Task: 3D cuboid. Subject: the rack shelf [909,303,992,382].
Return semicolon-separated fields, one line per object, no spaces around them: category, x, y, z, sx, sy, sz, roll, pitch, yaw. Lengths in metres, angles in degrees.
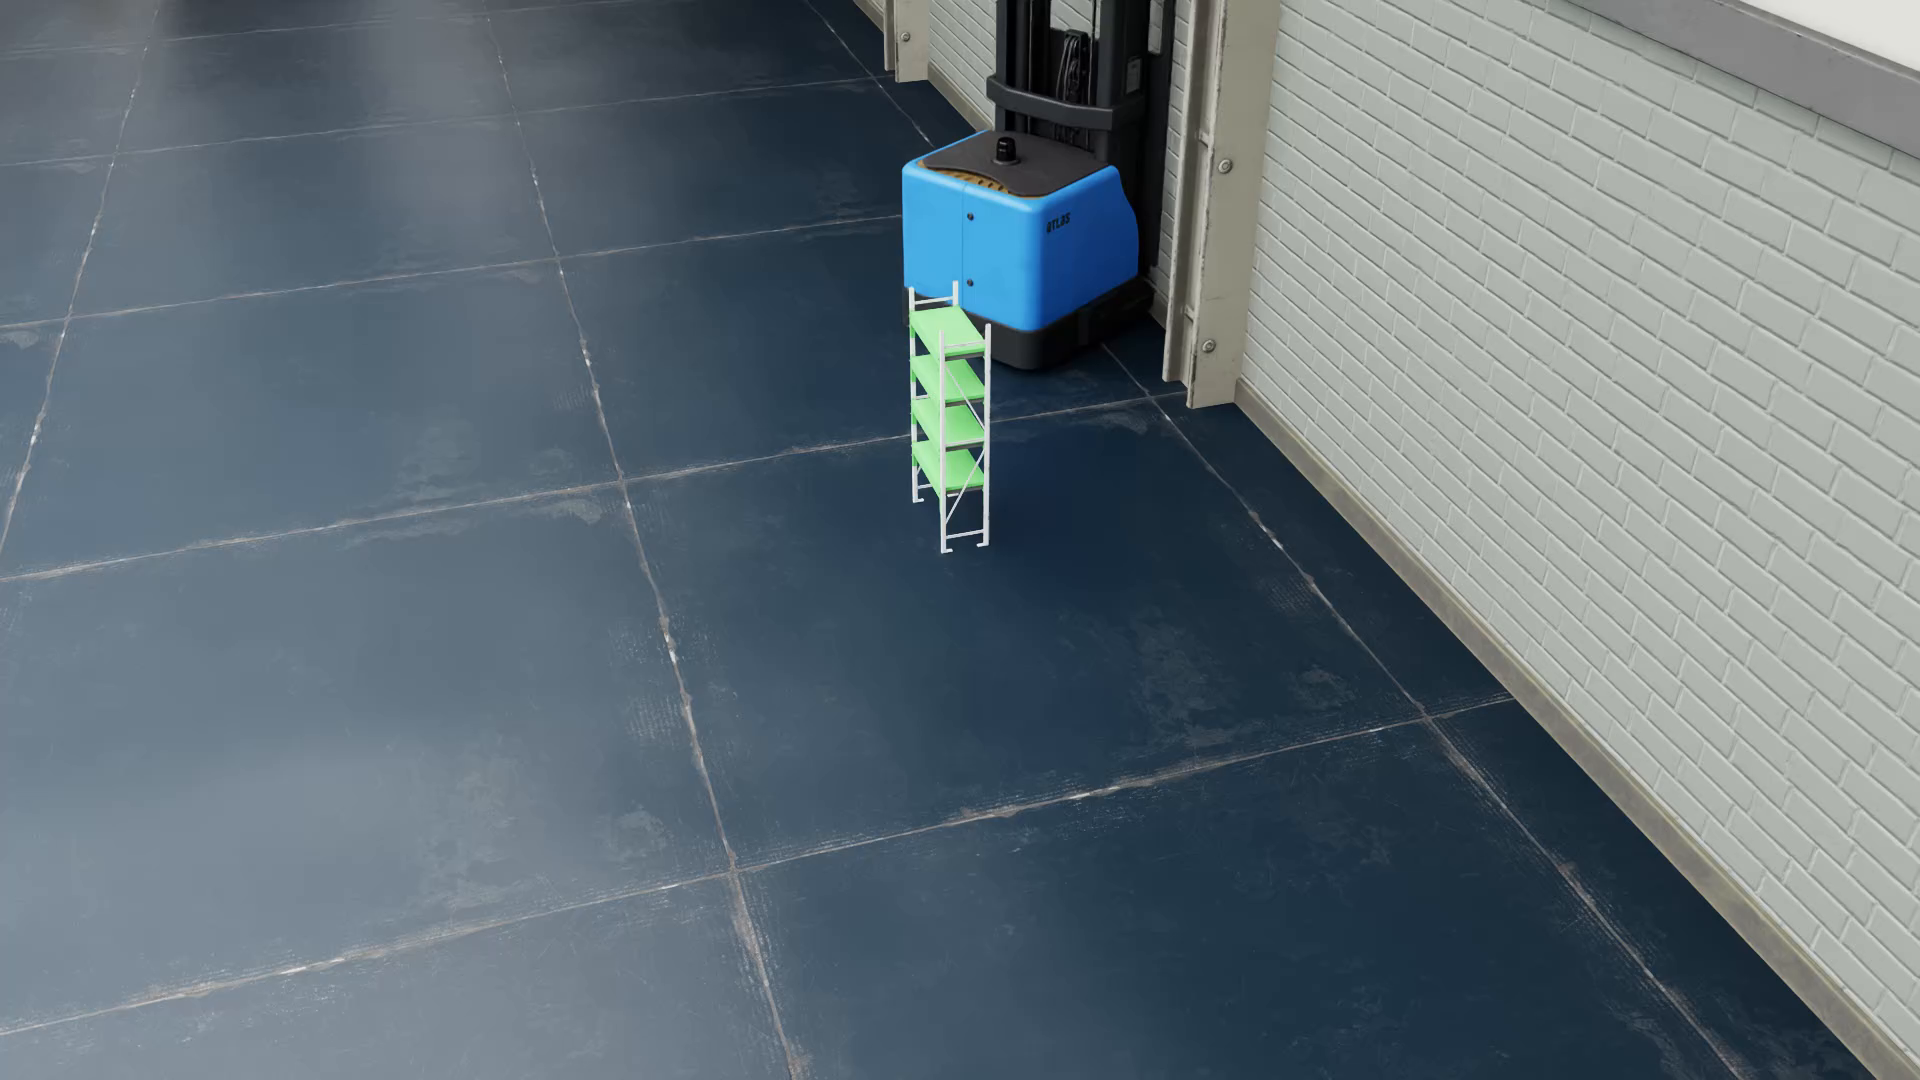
rack shelf;-0.051;-0.935;7.821;0.258;0.148;0.480;-10;35;-15

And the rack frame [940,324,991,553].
rack frame;0.024;-0.459;7.857;0.240;1.200;0.015;-10;35;-15

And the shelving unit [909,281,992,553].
shelving unit;-0.051;-0.587;8.051;0.258;1.200;0.503;-10;35;-15

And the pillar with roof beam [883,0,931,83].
pillar with roof beam;-4.548;-7.049;10.754;9.100;9.000;0.400;-10;35;-15

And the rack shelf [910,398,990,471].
rack shelf;-0.051;-0.534;8.086;0.258;0.148;0.480;-10;35;-15

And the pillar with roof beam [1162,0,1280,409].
pillar with roof beam;-2.718;-3.898;5.987;9.100;9.000;0.400;-10;35;-15

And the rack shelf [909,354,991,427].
rack shelf;-0.051;-0.734;7.954;0.258;0.148;0.480;-10;35;-15

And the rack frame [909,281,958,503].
rack frame;-0.125;-0.716;8.245;0.240;1.200;0.015;-10;35;-15

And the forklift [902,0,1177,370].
forklift;0.977;-2.949;10.054;1.130;2.935;3.031;25;41;32

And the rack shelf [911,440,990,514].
rack shelf;-0.051;-0.334;8.218;0.258;0.148;0.480;-10;35;-15
